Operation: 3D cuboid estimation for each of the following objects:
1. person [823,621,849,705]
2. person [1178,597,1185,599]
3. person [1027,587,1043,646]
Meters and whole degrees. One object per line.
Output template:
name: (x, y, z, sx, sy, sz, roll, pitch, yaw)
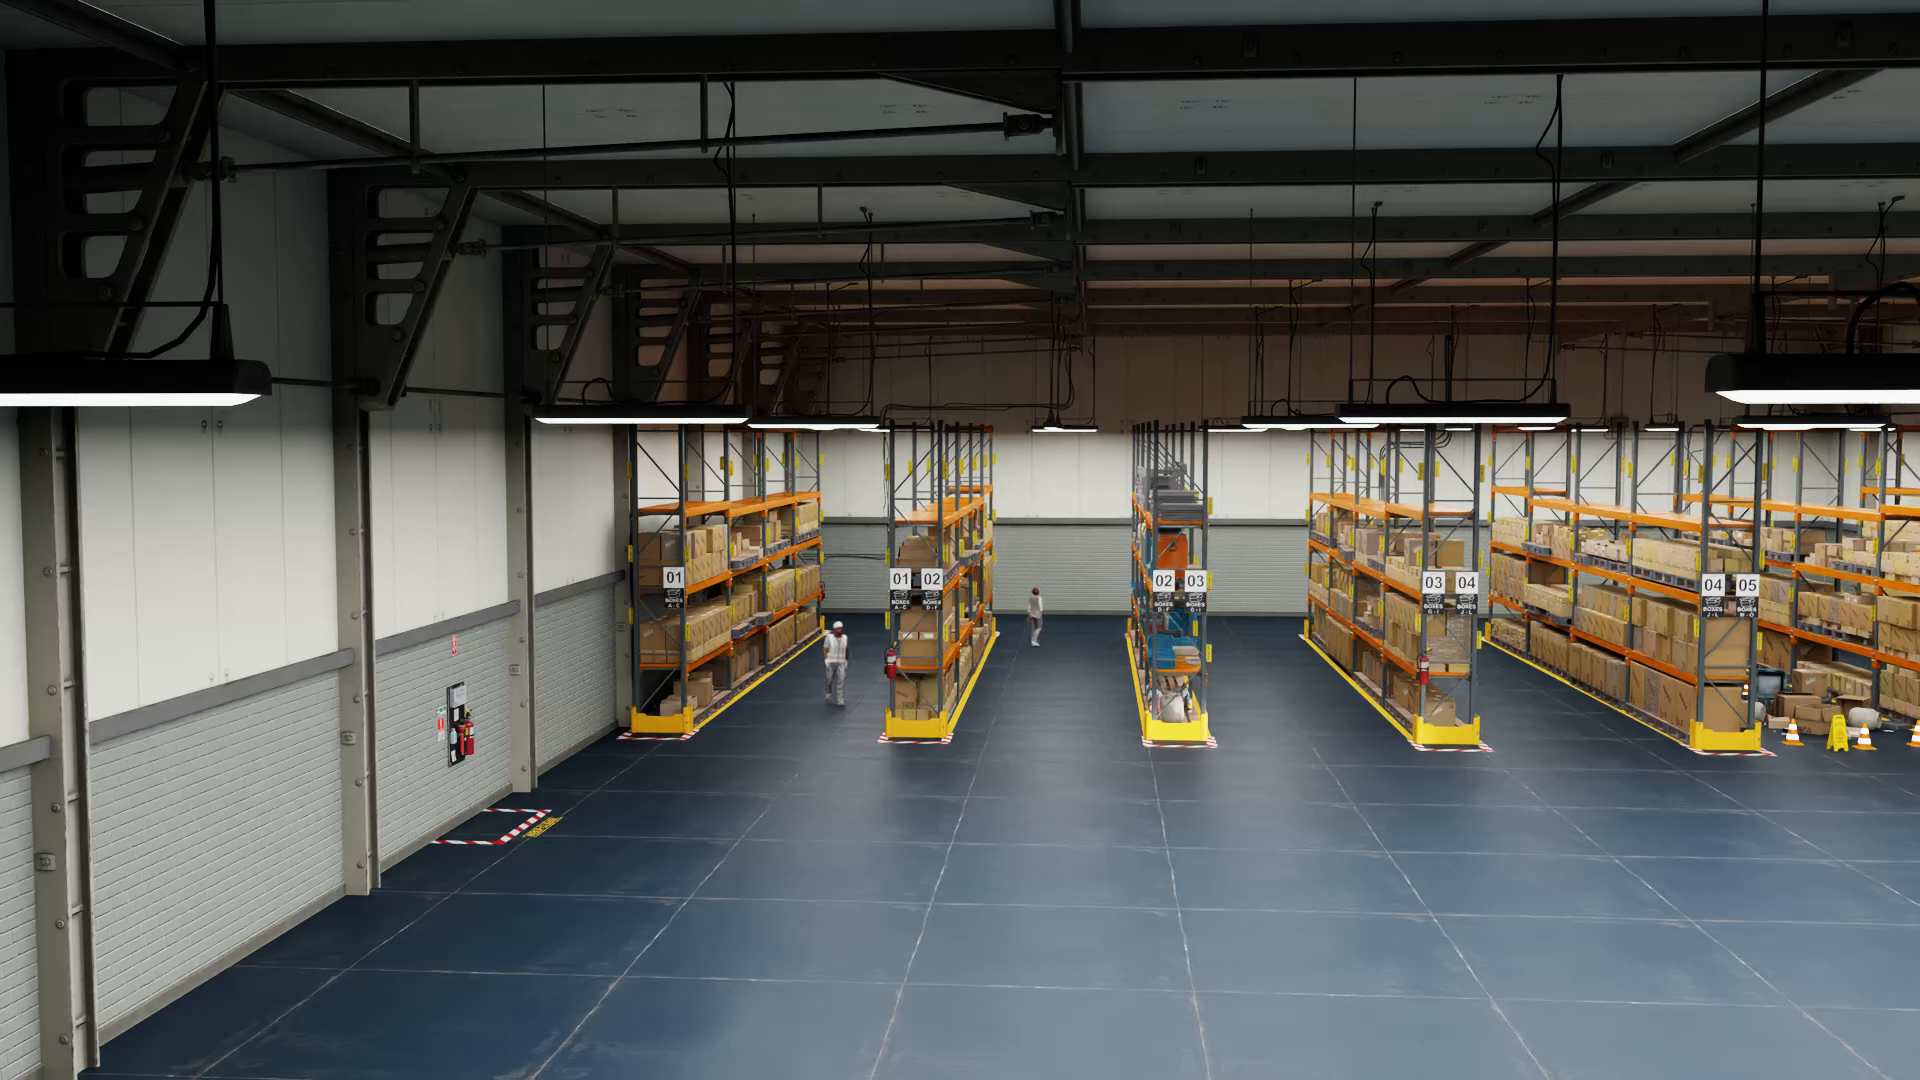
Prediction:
person: (-2.605, 2.612, 35.335, 0.621, 1.751, 0.941, -2, 4, -23)
person: (6.464, 1.803, 48.590, 0.617, 1.668, 0.490, 2, 4, 26)
person: (2.024, 2.074, 45.024, 0.468, 1.601, 0.392, 2, 4, 30)
